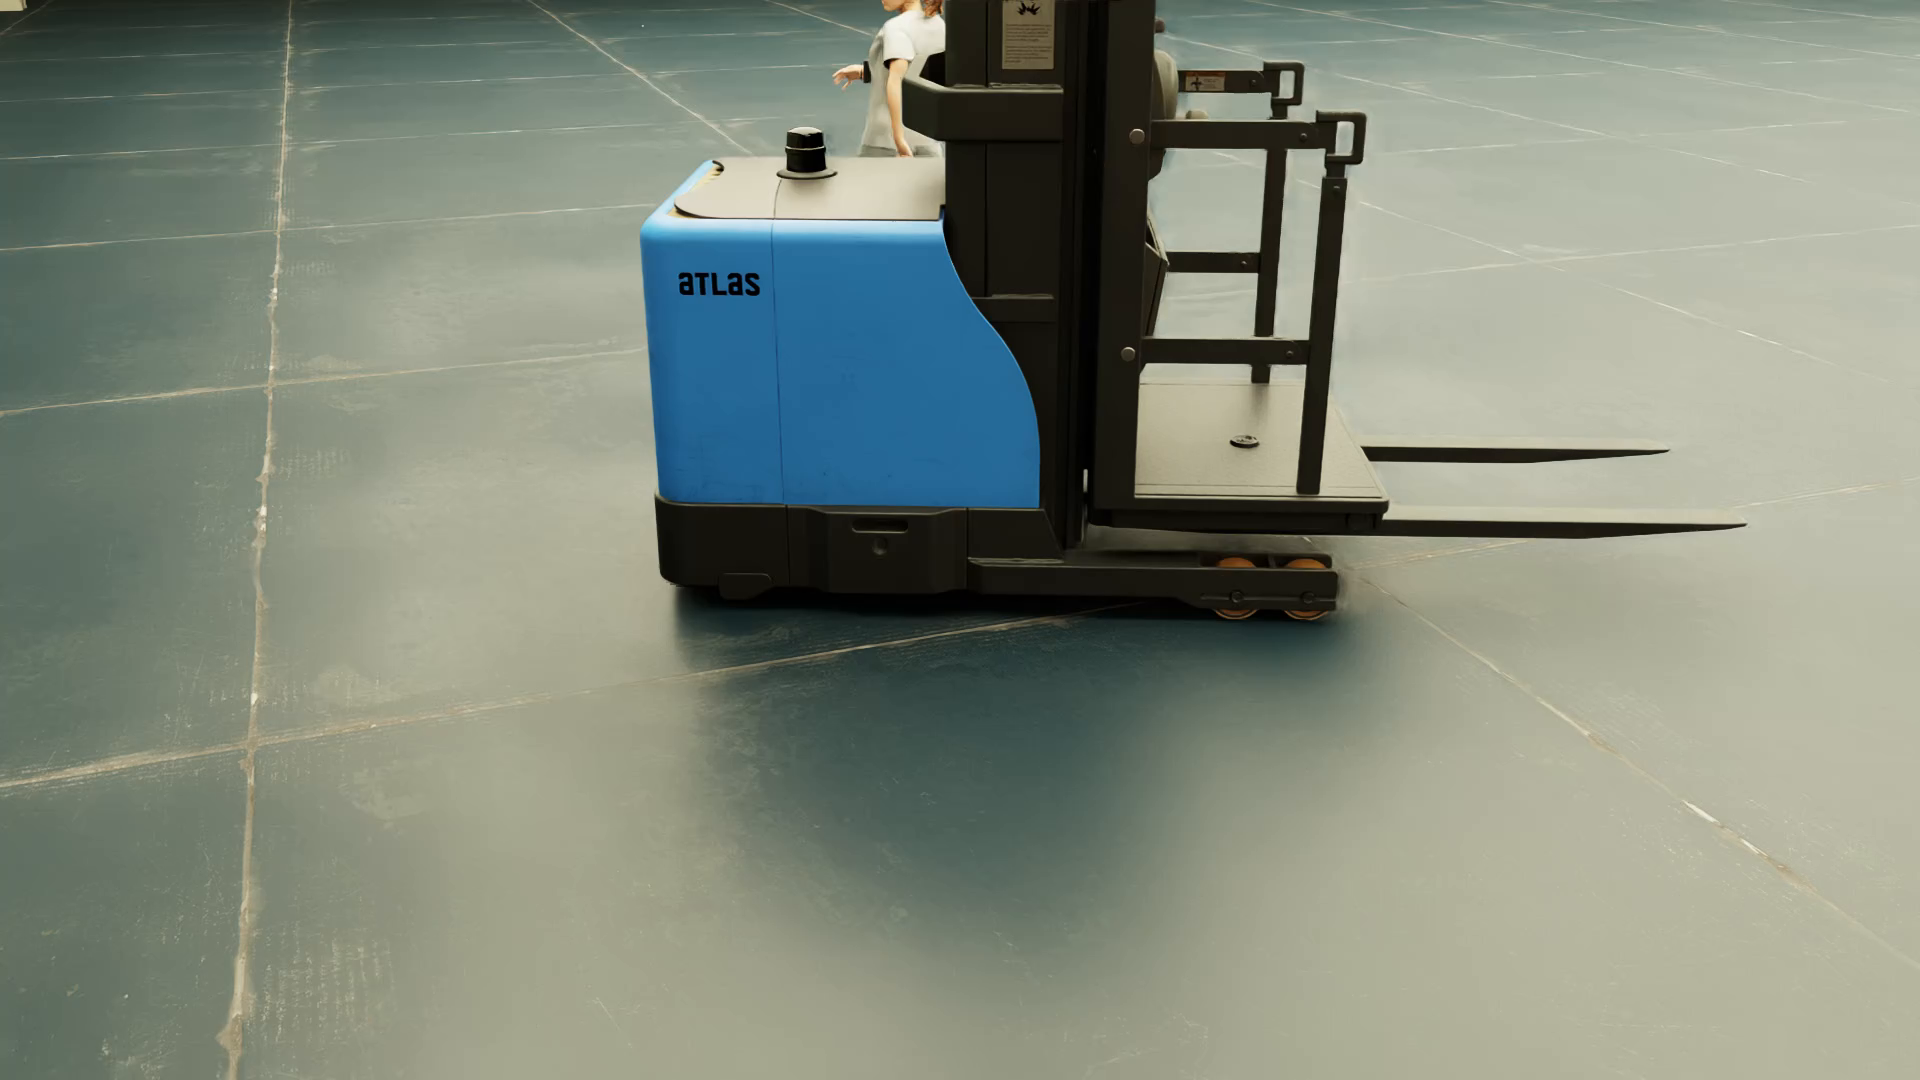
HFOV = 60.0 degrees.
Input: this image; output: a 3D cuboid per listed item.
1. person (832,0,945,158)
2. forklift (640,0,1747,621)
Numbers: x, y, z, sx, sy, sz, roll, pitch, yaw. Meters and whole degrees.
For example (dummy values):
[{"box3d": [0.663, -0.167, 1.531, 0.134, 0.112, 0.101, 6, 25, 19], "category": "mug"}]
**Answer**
[{"box3d": [-0.254, -1.728, 7.183, 0.471, 1.595, 0.852, -14, 27, -30], "category": "person"}, {"box3d": [0.685, -1.341, 4.487, 3.031, 2.935, 1.130, 1, 23, 2], "category": "forklift"}]
